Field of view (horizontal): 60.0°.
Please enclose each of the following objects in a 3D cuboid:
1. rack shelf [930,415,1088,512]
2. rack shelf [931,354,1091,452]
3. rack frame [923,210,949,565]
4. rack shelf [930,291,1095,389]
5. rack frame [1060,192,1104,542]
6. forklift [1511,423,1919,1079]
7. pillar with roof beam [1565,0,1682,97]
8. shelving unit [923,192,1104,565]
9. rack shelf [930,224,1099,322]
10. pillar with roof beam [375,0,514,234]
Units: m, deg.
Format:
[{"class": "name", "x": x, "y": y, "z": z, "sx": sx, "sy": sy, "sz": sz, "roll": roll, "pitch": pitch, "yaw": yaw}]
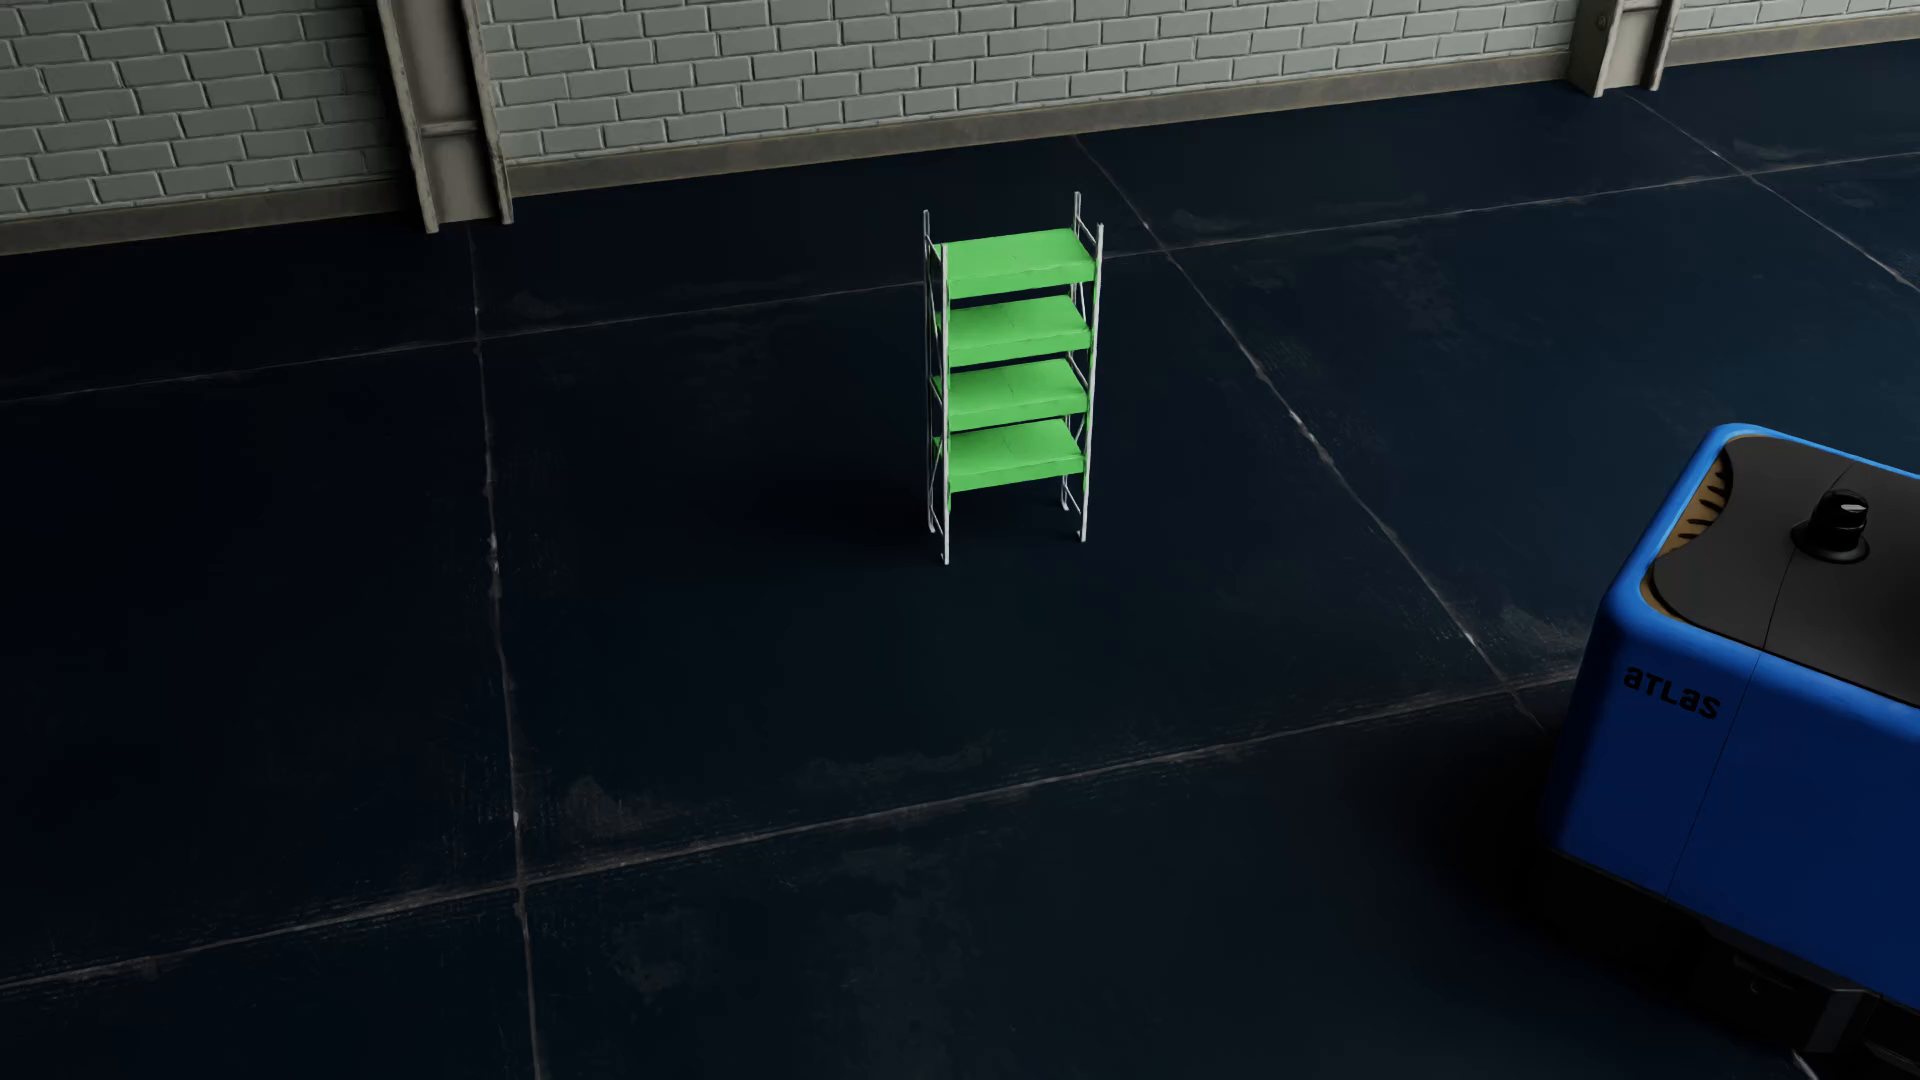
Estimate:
[{"class": "rack shelf", "x": 0.160, "y": -0.261, "z": 5.604, "sx": 0.480, "sy": 0.148, "sz": 0.258, "roll": -9, "pitch": 38, "yaw": -12}, {"class": "rack shelf", "x": 0.160, "y": -0.452, "z": 5.459, "sx": 0.480, "sy": 0.148, "sz": 0.258, "roll": -9, "pitch": 38, "yaw": -12}, {"class": "rack frame", "x": -0.076, "y": -0.464, "z": 5.369, "sx": 0.015, "sy": 1.200, "sz": 0.240, "roll": -9, "pitch": 38, "yaw": -12}, {"class": "rack shelf", "x": 0.160, "y": -0.643, "z": 5.313, "sx": 0.480, "sy": 0.148, "sz": 0.258, "roll": -9, "pitch": 38, "yaw": -12}, {"class": "rack frame", "x": 0.395, "y": -0.541, "z": 5.470, "sx": 0.015, "sy": 1.200, "sz": 0.240, "roll": -9, "pitch": 38, "yaw": -12}, {"class": "forklift", "x": 2.962, "y": 0.111, "z": 3.192, "sx": 3.031, "sy": 2.935, "sz": 1.130, "roll": 23, "pitch": 43, "yaw": 27}, {"class": "pillar with roof beam", "x": 4.631, "y": -3.517, "z": 2.941, "sx": 0.400, "sy": 9.000, "sz": 9.100, "roll": -9, "pitch": 38, "yaw": -12}, {"class": "shelving unit", "x": 0.160, "y": -0.503, "z": 5.420, "sx": 0.503, "sy": 1.200, "sz": 0.258, "roll": -9, "pitch": 38, "yaw": -12}, {"class": "rack shelf", "x": 0.160, "y": -0.833, "z": 5.167, "sx": 0.480, "sy": 0.148, "sz": 0.258, "roll": -9, "pitch": 38, "yaw": -12}, {"class": "pillar with roof beam", "x": -1.161, "y": -2.566, "z": 1.698, "sx": 0.400, "sy": 9.000, "sz": 9.100, "roll": -9, "pitch": 38, "yaw": -12}]
